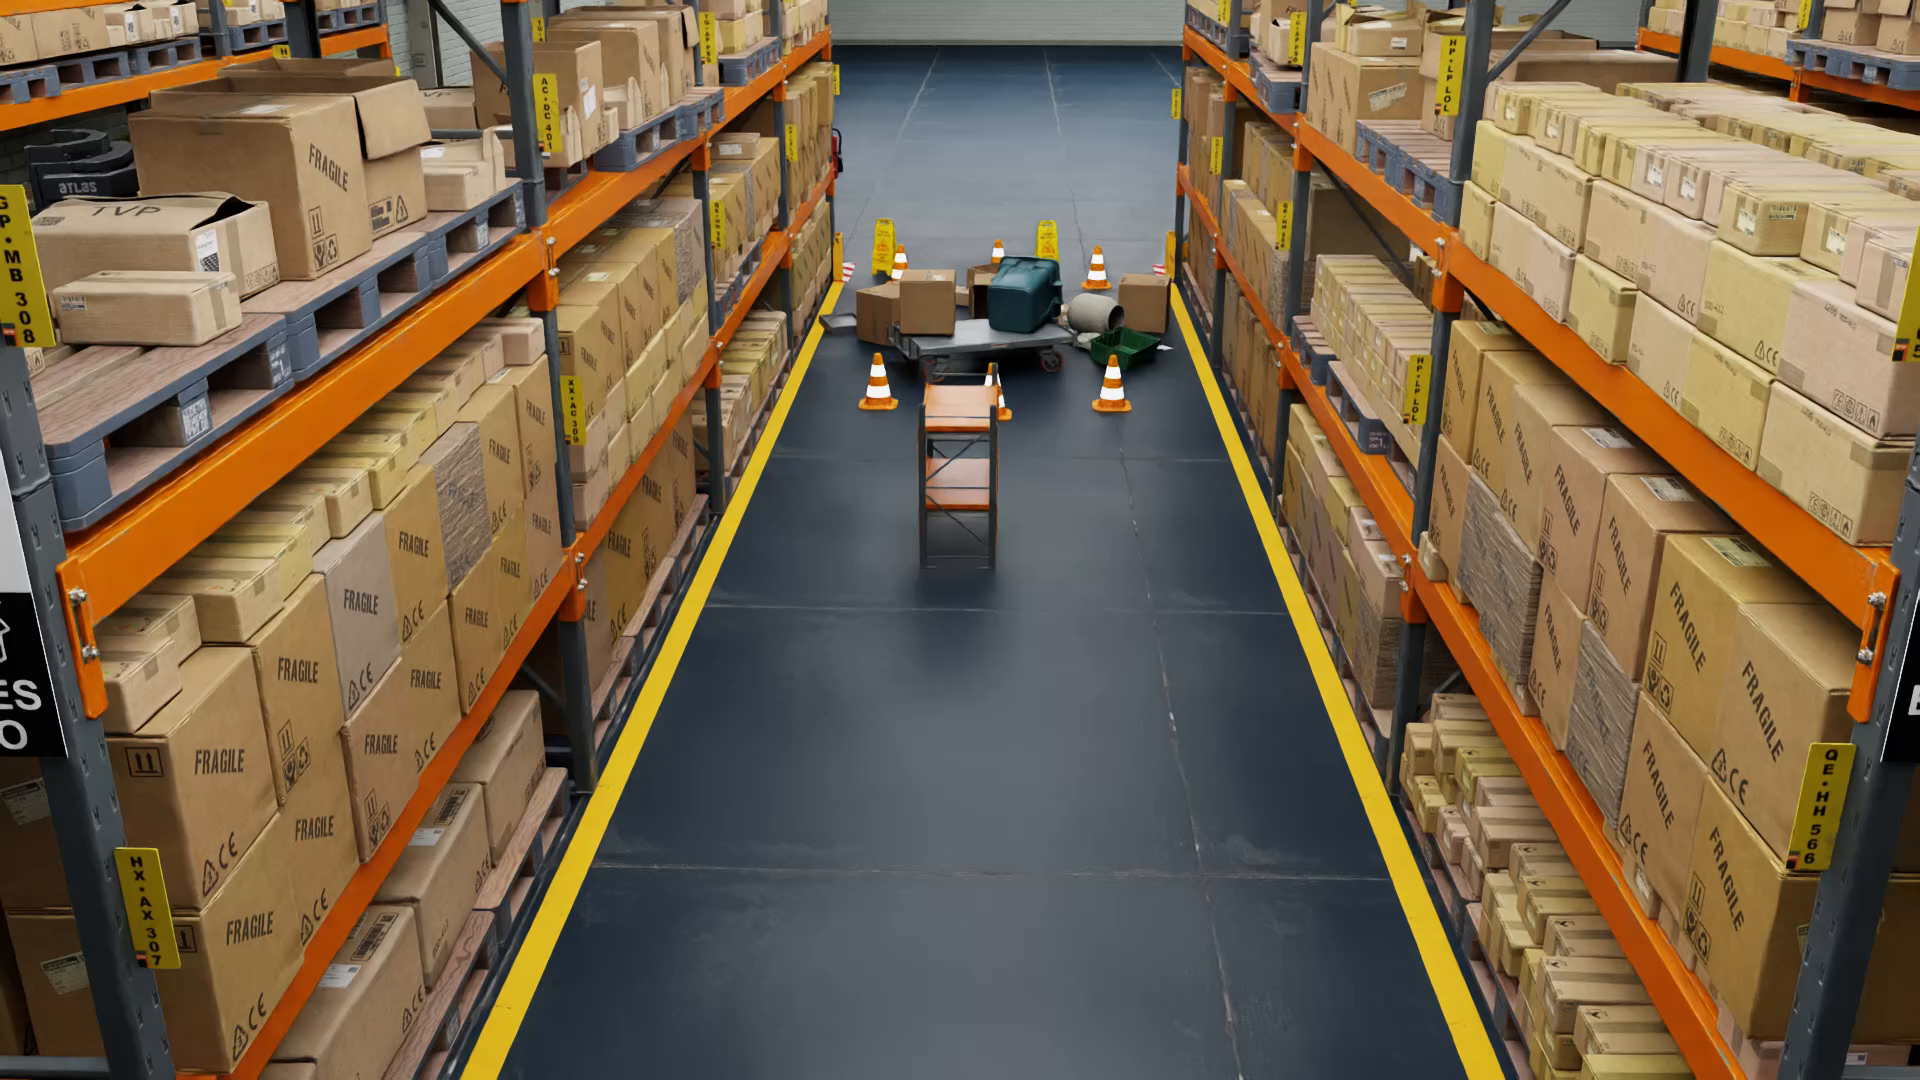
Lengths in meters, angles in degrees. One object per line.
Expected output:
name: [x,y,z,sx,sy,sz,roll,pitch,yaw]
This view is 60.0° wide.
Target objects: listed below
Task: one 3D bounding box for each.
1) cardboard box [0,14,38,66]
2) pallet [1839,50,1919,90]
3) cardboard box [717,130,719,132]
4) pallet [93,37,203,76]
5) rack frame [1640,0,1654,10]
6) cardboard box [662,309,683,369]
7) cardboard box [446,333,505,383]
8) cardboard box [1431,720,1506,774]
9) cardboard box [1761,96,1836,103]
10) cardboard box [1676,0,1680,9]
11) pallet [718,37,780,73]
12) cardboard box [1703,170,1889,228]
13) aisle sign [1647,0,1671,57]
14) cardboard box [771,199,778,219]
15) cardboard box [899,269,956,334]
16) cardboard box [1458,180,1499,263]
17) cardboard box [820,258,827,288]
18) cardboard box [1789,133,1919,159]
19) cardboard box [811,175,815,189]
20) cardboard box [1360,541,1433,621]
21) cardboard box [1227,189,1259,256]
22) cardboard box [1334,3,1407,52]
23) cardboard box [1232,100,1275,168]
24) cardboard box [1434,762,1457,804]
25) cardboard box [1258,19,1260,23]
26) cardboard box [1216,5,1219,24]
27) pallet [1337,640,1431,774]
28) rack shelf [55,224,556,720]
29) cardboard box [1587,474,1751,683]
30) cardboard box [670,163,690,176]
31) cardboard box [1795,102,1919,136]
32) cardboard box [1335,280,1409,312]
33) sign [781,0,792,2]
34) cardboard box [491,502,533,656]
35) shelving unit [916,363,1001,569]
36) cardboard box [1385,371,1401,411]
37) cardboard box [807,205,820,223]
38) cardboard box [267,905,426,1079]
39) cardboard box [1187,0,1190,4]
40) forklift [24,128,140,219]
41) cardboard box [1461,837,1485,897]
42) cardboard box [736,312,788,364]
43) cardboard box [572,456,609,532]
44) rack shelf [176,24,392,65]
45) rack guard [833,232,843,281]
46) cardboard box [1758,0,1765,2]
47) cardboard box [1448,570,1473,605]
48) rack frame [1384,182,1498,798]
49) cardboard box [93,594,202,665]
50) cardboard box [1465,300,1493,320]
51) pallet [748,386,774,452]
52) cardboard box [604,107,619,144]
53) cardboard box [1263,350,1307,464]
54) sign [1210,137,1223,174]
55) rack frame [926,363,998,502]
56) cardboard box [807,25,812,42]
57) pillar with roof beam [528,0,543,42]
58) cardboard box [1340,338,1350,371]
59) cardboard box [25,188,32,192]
cardboard box: [-6.895,-3.602,11.663,0.500,0.500,0.500,1,21,2]
pallet: [7.674,-3.653,12.911,1.213,0.211,1.003,1,21,2]
cardboard box: [-2.281,-3.956,17.030,0.500,0.500,0.500,0,21,1]
pallet: [-7.053,-4.092,14.046,0.805,0.209,1.217,0,21,-1]
rack frame: [7.950,-7.183,17.601,1.000,3.000,0.127,1,21,2]
cardboard box: [-1.967,-1.217,10.035,0.500,0.250,0.500,0,21,0]
cardboard box: [-2.128,-0.762,6.930,0.380,0.149,0.250,1,21,3]
cardboard box: [2.345,0.939,7.500,0.380,0.149,0.250,2,21,4]
cardboard box: [7.567,-3.757,15.133,0.500,0.500,0.500,1,21,2]
cardboard box: [7.721,-5.618,17.370,0.380,0.149,0.250,0,21,1]
pallet: [-2.202,-4.137,14.158,1.213,0.211,1.003,1,21,2]
cardboard box: [2.305,-0.931,4.601,0.380,0.149,0.250,0,21,0]
aisle sign: [7.652,-5.624,18.282,0.394,0.787,0.004,1,21,2]
cardboard box: [-1.817,-2.938,14.722,0.380,0.149,0.250,1,21,2]
cardboard box: [-0.297,-2.228,15.532,0.500,0.500,0.500,1,21,2]
cardboard box: [2.352,-1.302,6.799,0.500,0.250,0.500,2,21,4]
cardboard box: [-1.735,-2.926,18.145,0.500,0.250,0.500,1,21,2]
cardboard box: [2.893,-1.210,5.319,0.380,0.149,0.250,0,21,1]
cardboard box: [-1.722,-3.777,17.464,0.380,0.149,0.250,0,21,1]
cardboard box: [2.400,0.210,8.680,0.500,0.250,0.500,0,21,0]
cardboard box: [2.574,-2.708,14.222,0.500,0.500,0.500,1,21,2]
cardboard box: [2.448,-3.057,9.917,0.396,0.266,0.258,1,21,2]
cardboard box: [2.919,-3.737,15.314,0.875,0.550,0.550,1,21,2]
cardboard box: [2.381,1.076,7.557,0.380,0.149,0.250,1,21,2]
cardboard box: [2.594,-4.182,13.643,0.250,0.149,0.380,1,21,2]
cardboard box: [2.579,-4.874,15.426,0.380,0.149,0.250,1,21,2]
pallet: [2.652,0.880,8.968,1.003,0.211,1.213,1,21,2]
rack shelf: [-2.381,-0.496,5.508,1.077,0.370,4.000,1,21,2]
cardboard box: [2.296,0.117,5.149,0.500,0.500,0.500,2,21,4]
cardboard box: [-2.426,-2.718,13.257,0.500,0.500,0.500,0,21,-1]
cardboard box: [7.664,-3.129,14.037,1.000,1.000,1.000,1,21,2]
cardboard box: [2.518,-1.494,10.177,0.380,0.149,0.250,0,21,-1]
sign: [-1.522,-4.867,14.520,0.100,0.325,0.005,1,21,2]
cardboard box: [-2.089,0.154,6.847,0.500,0.500,0.500,0,21,0]
shelving unit: [0.000,-0.522,11.319,0.538,1.125,1.048,1,21,2]
cardboard box: [2.466,-0.785,8.762,0.380,0.149,0.250,0,21,0]
cardboard box: [-1.684,-3.449,17.558,0.380,0.149,0.250,2,21,4]
cardboard box: [-2.503,1.718,5.916,0.875,0.438,0.875,1,21,3]
cardboard box: [2.664,-5.880,18.019,0.380,0.149,0.250,1,21,2]
forklift: [-5.343,-0.789,9.511,3.031,2.935,1.130,-6,22,-15]
cardboard box: [2.377,1.402,7.129,0.380,0.149,0.250,0,21,1]
cardboard box: [-2.091,-1.830,15.150,0.950,0.372,0.625,1,21,2]
cardboard box: [-2.043,-0.242,8.214,0.500,0.250,0.500,0,21,0]
rack shelf: [-6.978,-4.888,16.828,1.077,0.370,4.000,1,21,2]
rack guard: [-1.958,-3.302,19.348,1.175,0.500,0.348,1,21,2]
cardboard box: [8.206,-5.326,16.618,0.380,0.149,0.250,0,21,-1]
cardboard box: [2.361,0.172,7.286,0.380,0.149,0.250,1,21,3]
rack frame: [2.630,-0.138,7.738,1.000,3.000,0.127,1,21,2]
cardboard box: [-2.218,0.254,4.310,0.380,0.149,0.250,1,21,3]
cardboard box: [3.154,-1.291,9.653,0.380,0.149,0.250,2,21,4]
pallet: [-2.134,-1.025,13.878,1.003,0.211,1.213,1,21,2]
cardboard box: [-1.932,-2.095,8.377,0.380,0.166,0.250,-1,21,-2]
cardboard box: [2.860,-0.951,12.362,1.050,0.750,0.750,0,21,1]
sign: [2.319,-3.477,15.037,0.100,0.325,0.005,1,21,2]
rack frame: [0.015,-0.706,11.793,0.500,1.125,0.032,1,21,2]
cardboard box: [-1.689,-5.088,16.697,0.380,0.149,0.250,0,21,1]
pillar with roof beam: [-3.171,-11.395,28.456,9.100,9.000,0.400,1,21,2]
cardboard box: [2.508,-1.115,10.023,0.380,0.149,0.250,1,21,3]
cardboard box: [-7.357,-2.775,13.500,0.380,0.149,0.250,1,21,2]
